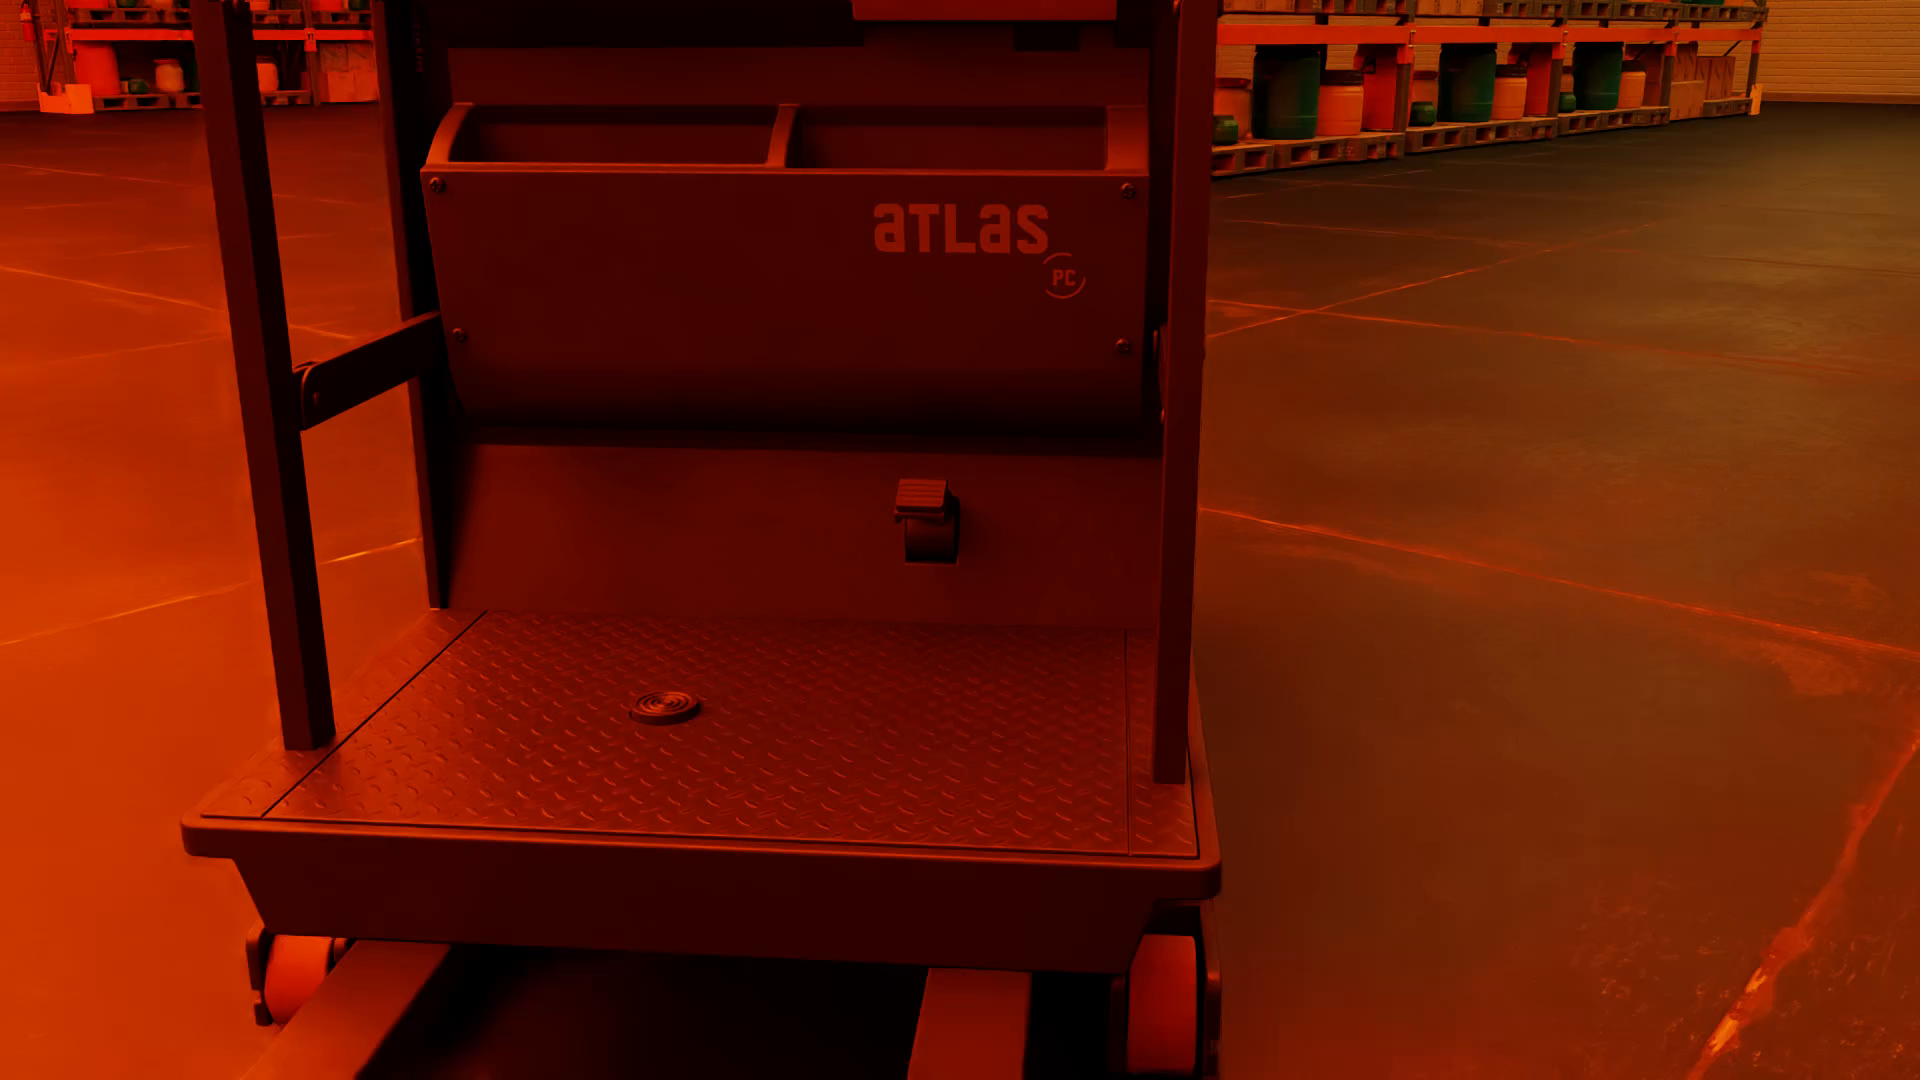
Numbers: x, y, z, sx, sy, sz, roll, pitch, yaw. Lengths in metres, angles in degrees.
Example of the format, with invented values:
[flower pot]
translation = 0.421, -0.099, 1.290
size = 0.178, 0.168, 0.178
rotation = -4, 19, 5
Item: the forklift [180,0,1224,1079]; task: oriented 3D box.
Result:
[forklift]
translation = -0.239, -0.887, 1.819
size = 1.130, 2.935, 3.031
rotation = 1, 17, 5
